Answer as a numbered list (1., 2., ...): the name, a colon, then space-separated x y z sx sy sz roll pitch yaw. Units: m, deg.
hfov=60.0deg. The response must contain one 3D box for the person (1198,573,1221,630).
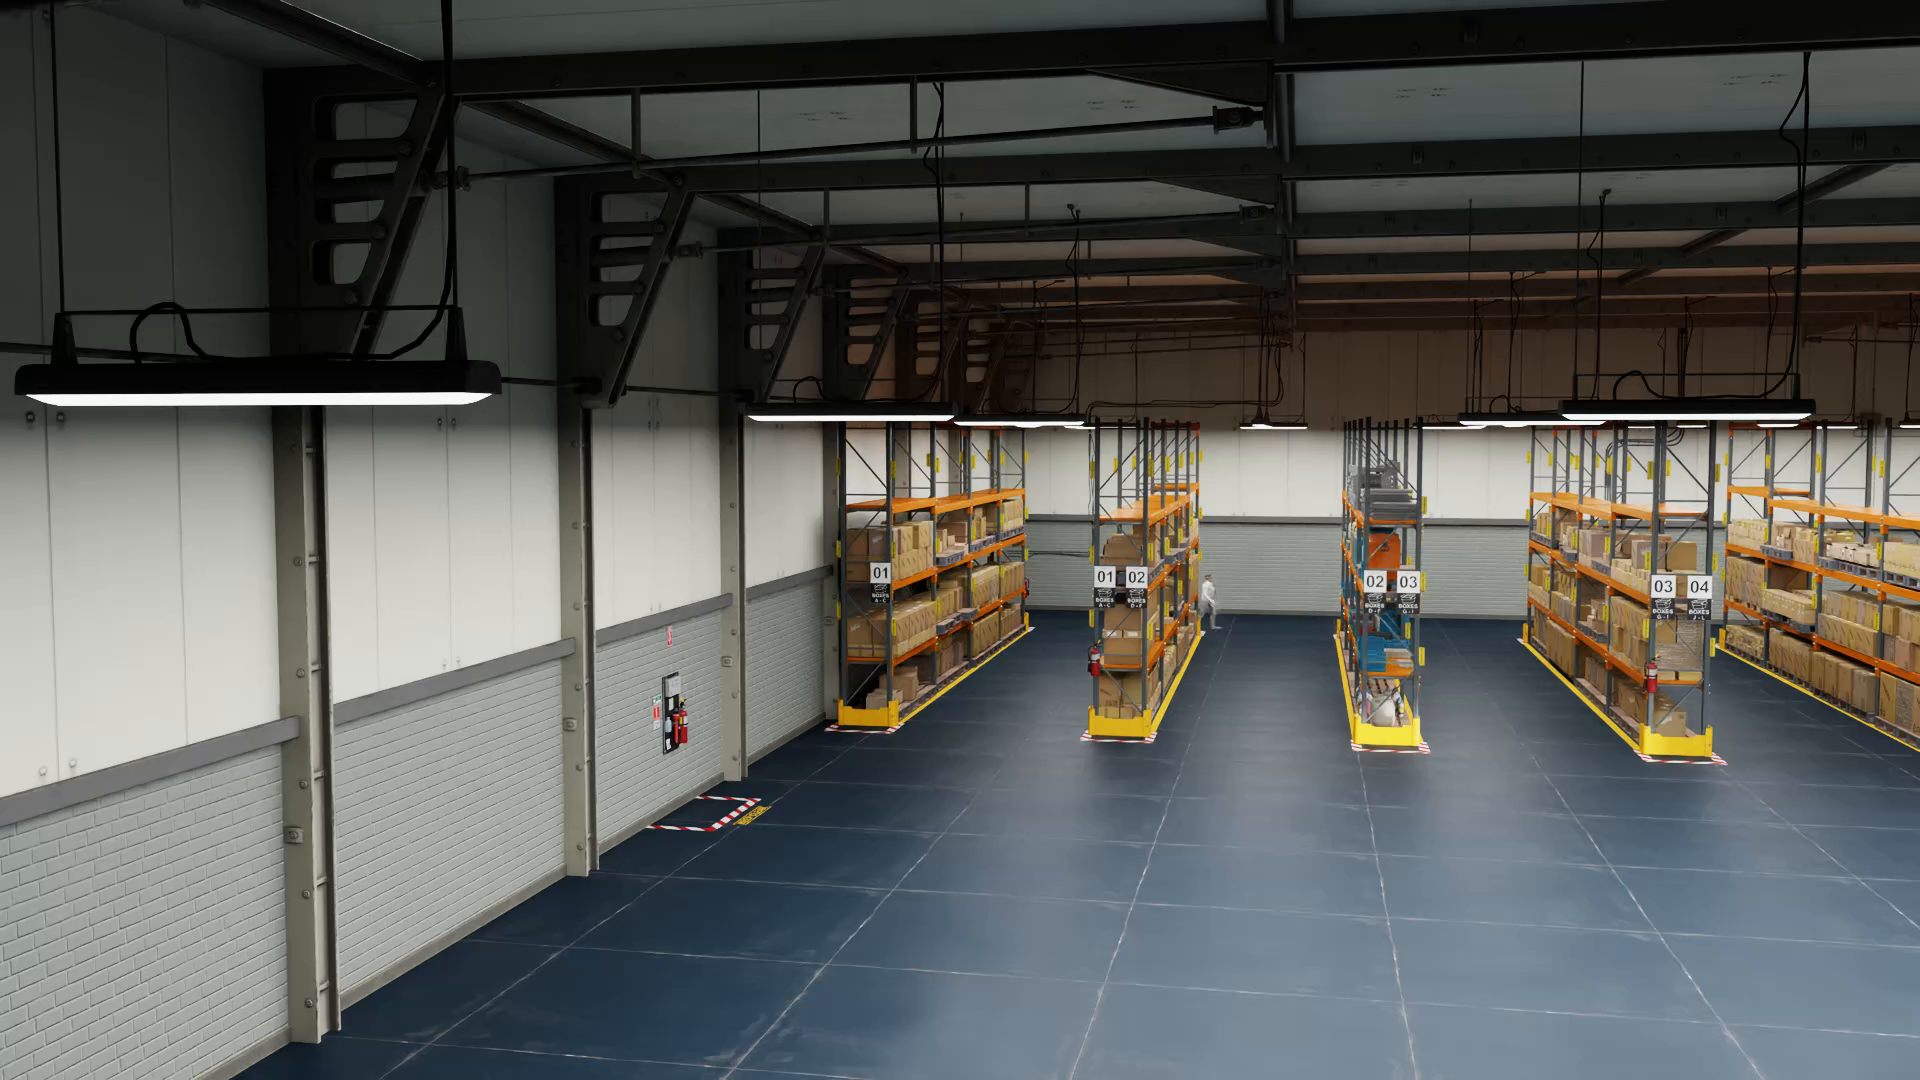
1. person: 7.142 1.773 48.079 0.688 1.648 0.571 3 5 38

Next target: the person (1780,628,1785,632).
1. person: 22.968 1.866 45.992 0.964 1.742 0.544 0 4 6
